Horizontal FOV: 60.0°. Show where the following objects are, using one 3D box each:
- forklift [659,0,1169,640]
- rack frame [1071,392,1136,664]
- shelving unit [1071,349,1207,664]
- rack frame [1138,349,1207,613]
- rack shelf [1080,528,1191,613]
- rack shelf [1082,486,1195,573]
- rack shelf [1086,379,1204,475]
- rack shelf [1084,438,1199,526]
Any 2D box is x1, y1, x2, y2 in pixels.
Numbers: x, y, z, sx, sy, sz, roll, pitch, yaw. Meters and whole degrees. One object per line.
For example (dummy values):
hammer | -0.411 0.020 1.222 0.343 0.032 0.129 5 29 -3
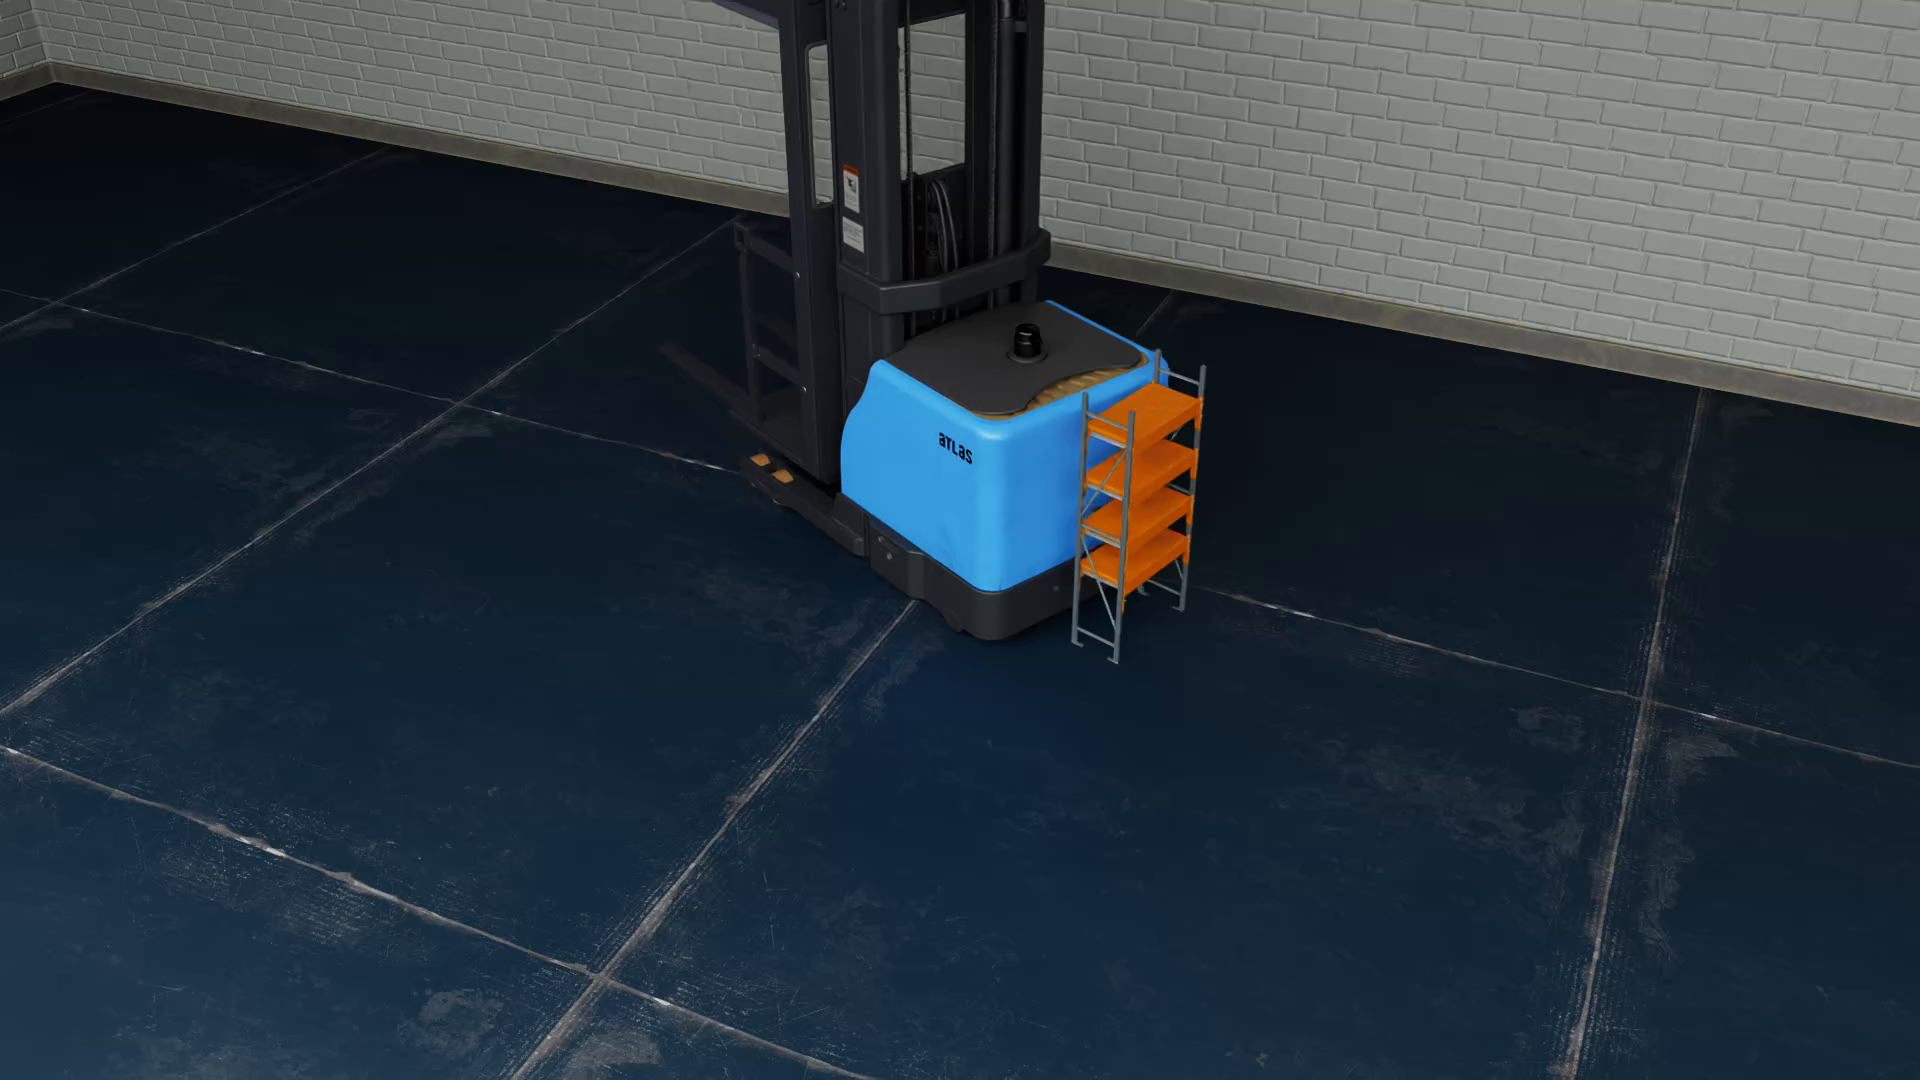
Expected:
forklift | -0.417 -1.548 7.438 1.130 2.935 3.031 -24 40 -31
rack frame | 0.570 -0.026 6.696 0.240 1.200 0.015 25 41 33
shelving unit | 0.729 -0.128 6.851 0.258 1.200 0.503 25 41 33
rack frame | 0.887 -0.230 7.006 0.240 1.200 0.015 25 41 33
rack shelf | 0.729 0.094 6.997 0.258 0.148 0.480 25 41 33
rack shelf | 0.729 -0.072 6.888 0.258 0.148 0.480 25 41 33
rack shelf | 0.729 -0.457 6.636 0.258 0.148 0.480 25 41 33
rack shelf | 0.729 -0.259 6.765 0.258 0.148 0.480 25 41 33
